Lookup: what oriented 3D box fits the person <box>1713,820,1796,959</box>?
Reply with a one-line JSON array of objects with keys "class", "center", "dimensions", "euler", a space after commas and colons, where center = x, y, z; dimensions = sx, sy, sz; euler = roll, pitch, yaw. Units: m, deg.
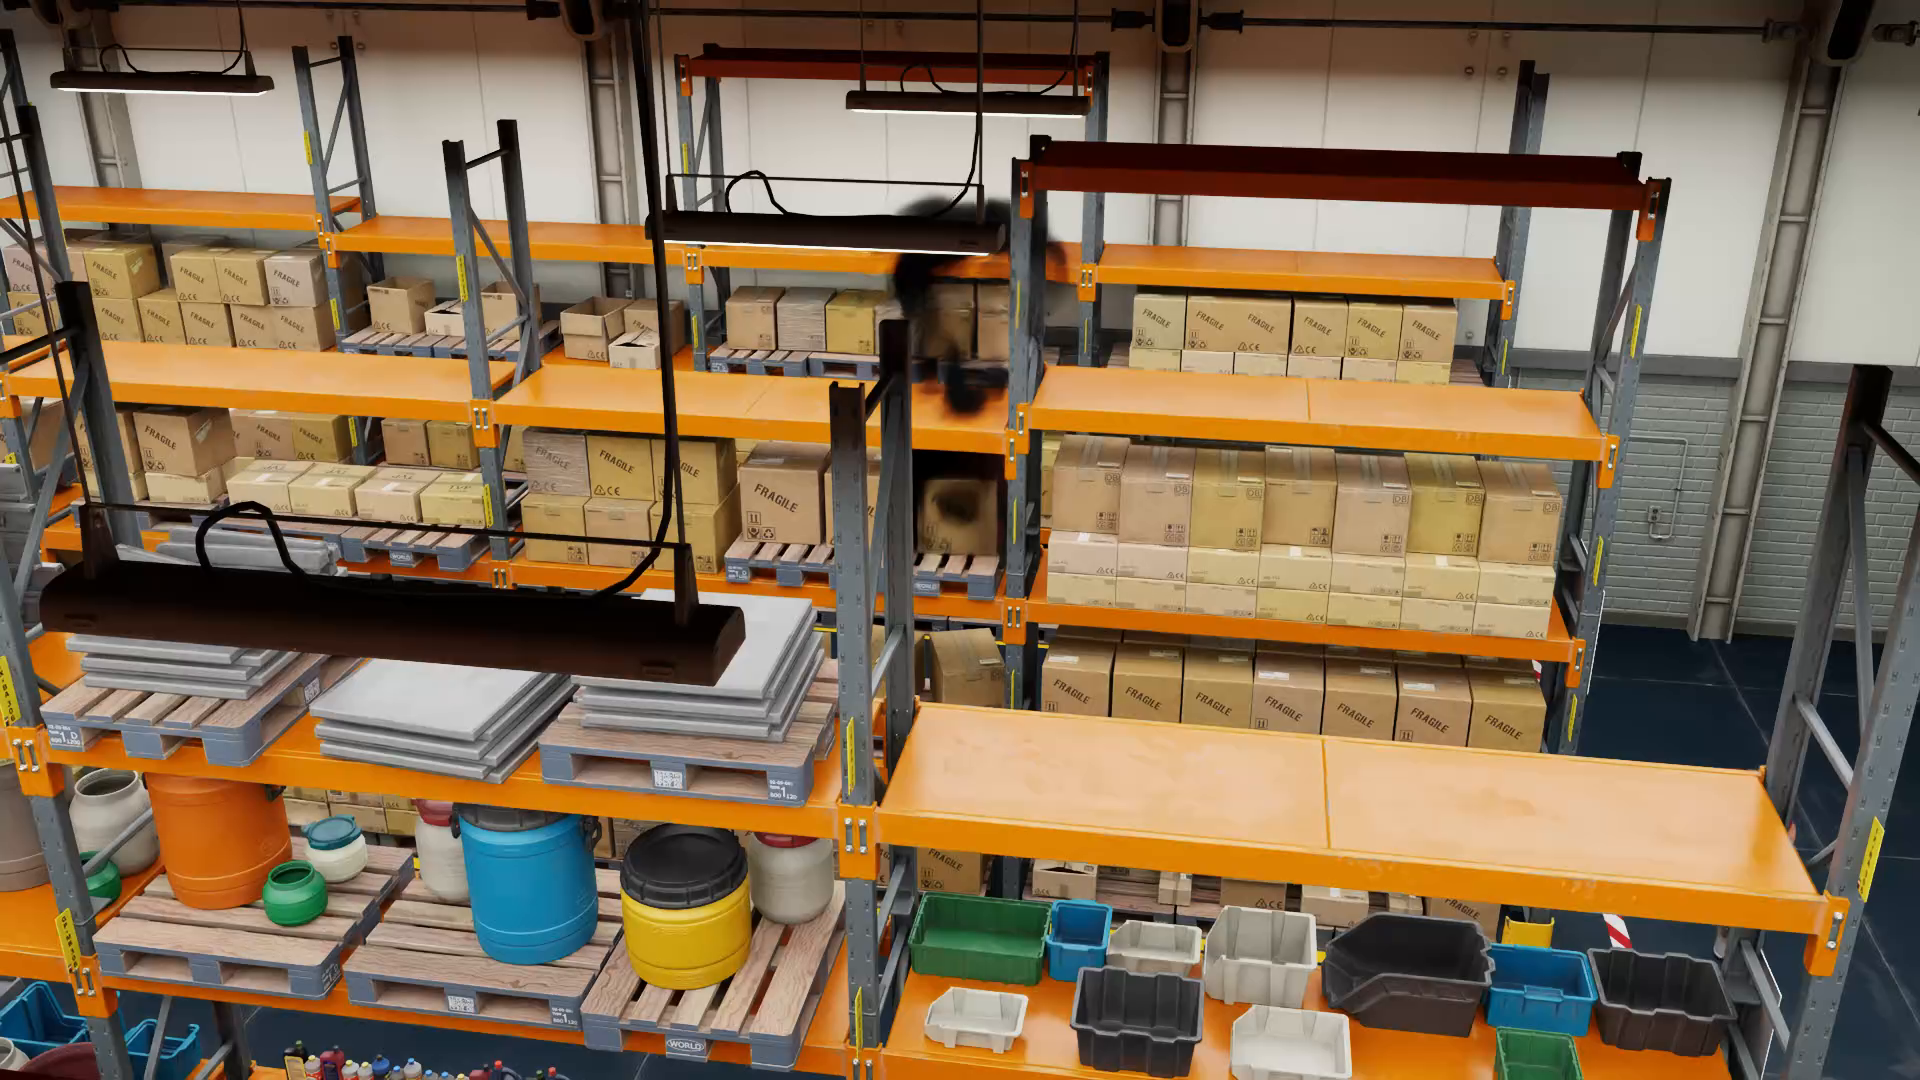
[{"class": "person", "center": [5.736, 2.495, 12.300], "dimensions": [0.681, 1.742, 0.871], "euler": [12, 26, 27]}]
